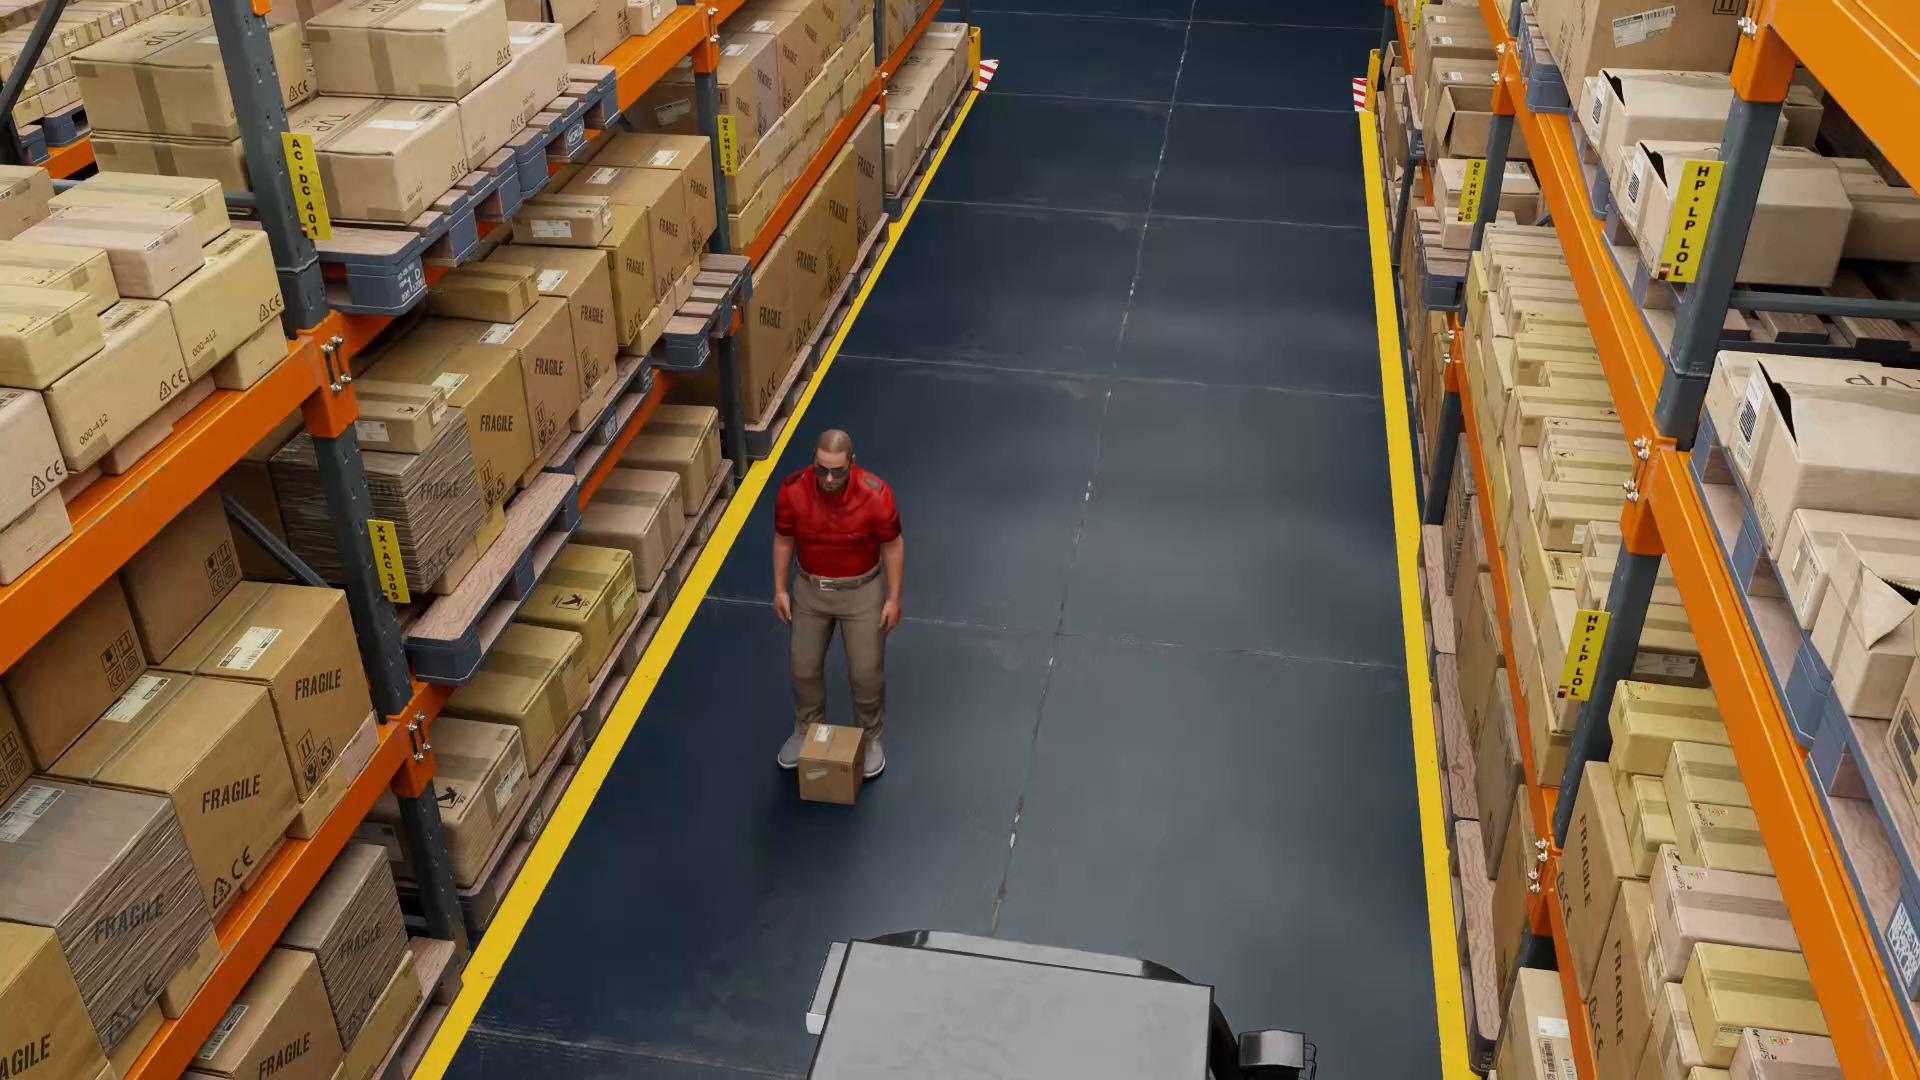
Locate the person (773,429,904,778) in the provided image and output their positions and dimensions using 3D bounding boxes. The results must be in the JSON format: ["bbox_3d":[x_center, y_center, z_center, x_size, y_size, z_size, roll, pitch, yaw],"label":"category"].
[{"bbox_3d":[-0.543,0.257,7.356,0.587,1.725,0.405,4,32,6],"label":"person"}]
